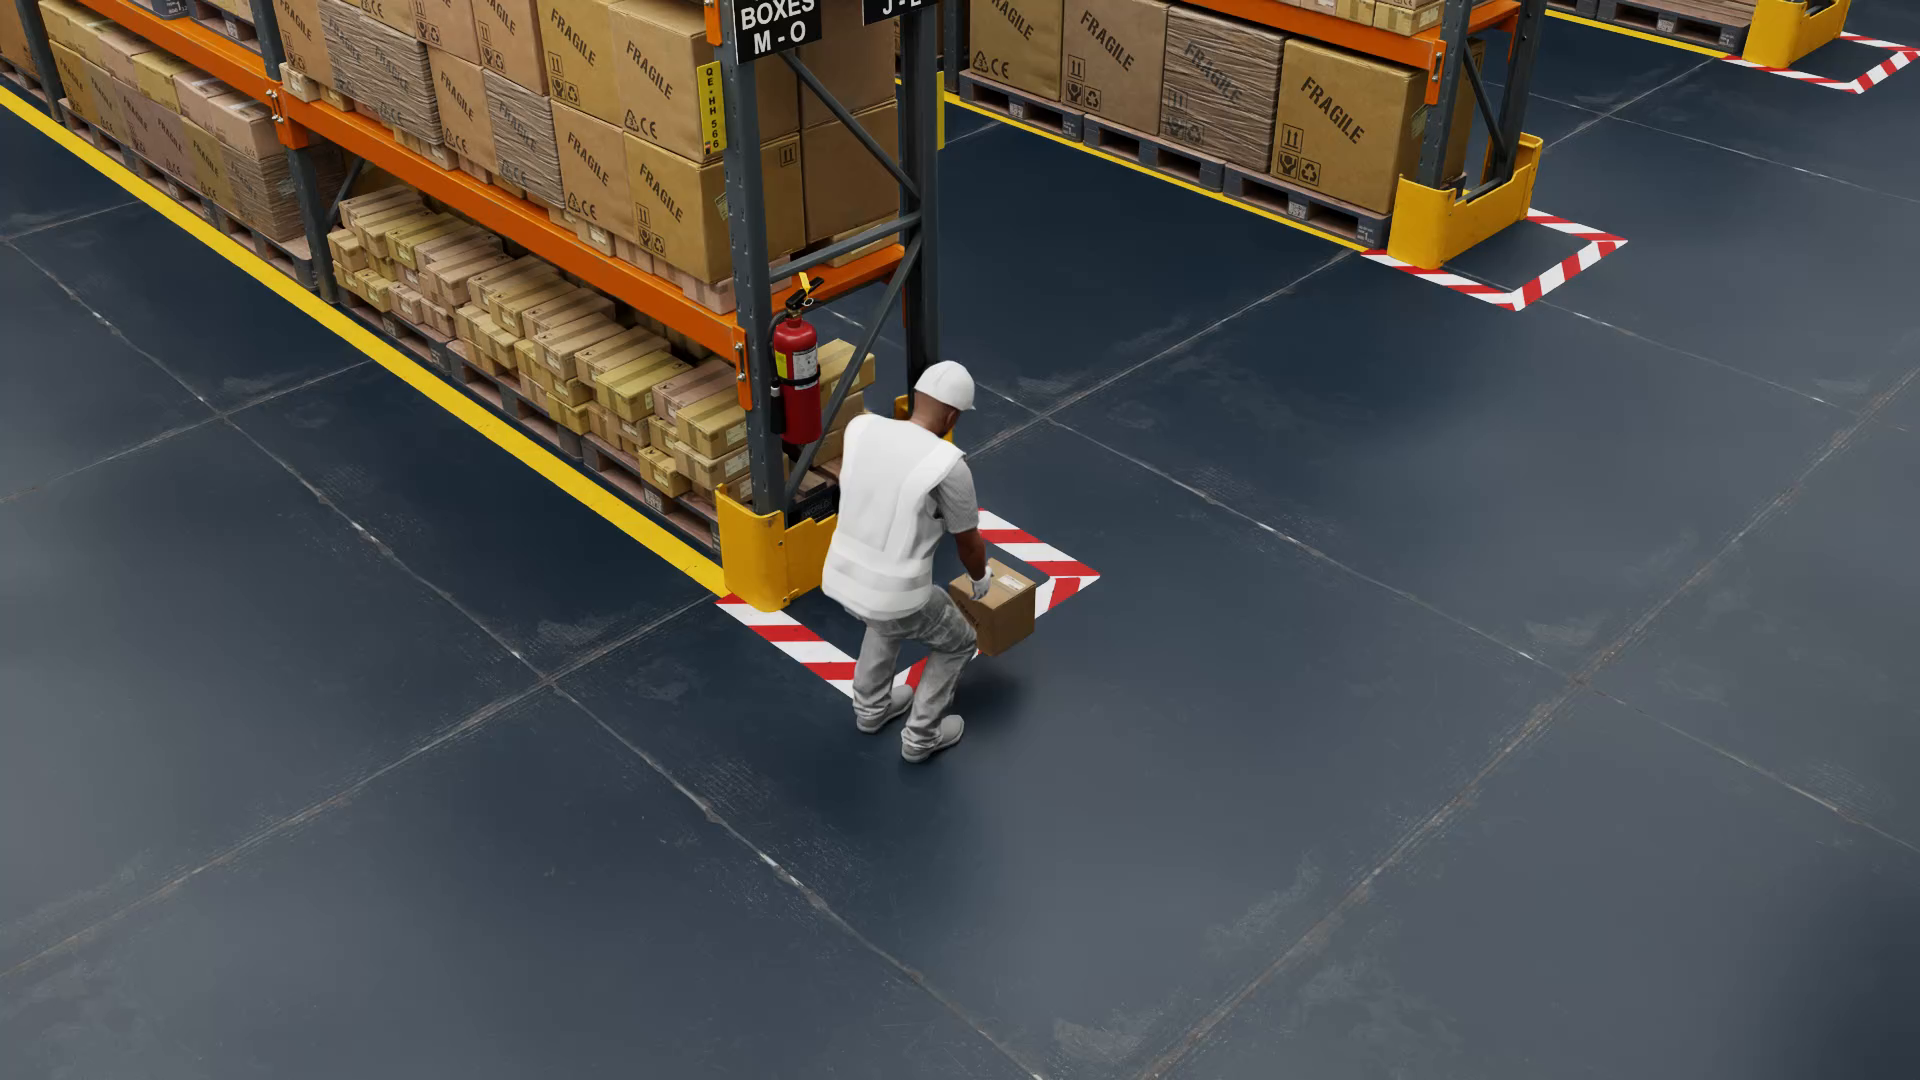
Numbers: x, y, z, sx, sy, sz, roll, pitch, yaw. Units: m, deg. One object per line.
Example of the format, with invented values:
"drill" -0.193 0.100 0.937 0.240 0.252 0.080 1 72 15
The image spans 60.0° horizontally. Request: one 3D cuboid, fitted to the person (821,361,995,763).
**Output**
"person" -0.206 0.092 6.221 0.608 1.526 0.696 29 44 34
